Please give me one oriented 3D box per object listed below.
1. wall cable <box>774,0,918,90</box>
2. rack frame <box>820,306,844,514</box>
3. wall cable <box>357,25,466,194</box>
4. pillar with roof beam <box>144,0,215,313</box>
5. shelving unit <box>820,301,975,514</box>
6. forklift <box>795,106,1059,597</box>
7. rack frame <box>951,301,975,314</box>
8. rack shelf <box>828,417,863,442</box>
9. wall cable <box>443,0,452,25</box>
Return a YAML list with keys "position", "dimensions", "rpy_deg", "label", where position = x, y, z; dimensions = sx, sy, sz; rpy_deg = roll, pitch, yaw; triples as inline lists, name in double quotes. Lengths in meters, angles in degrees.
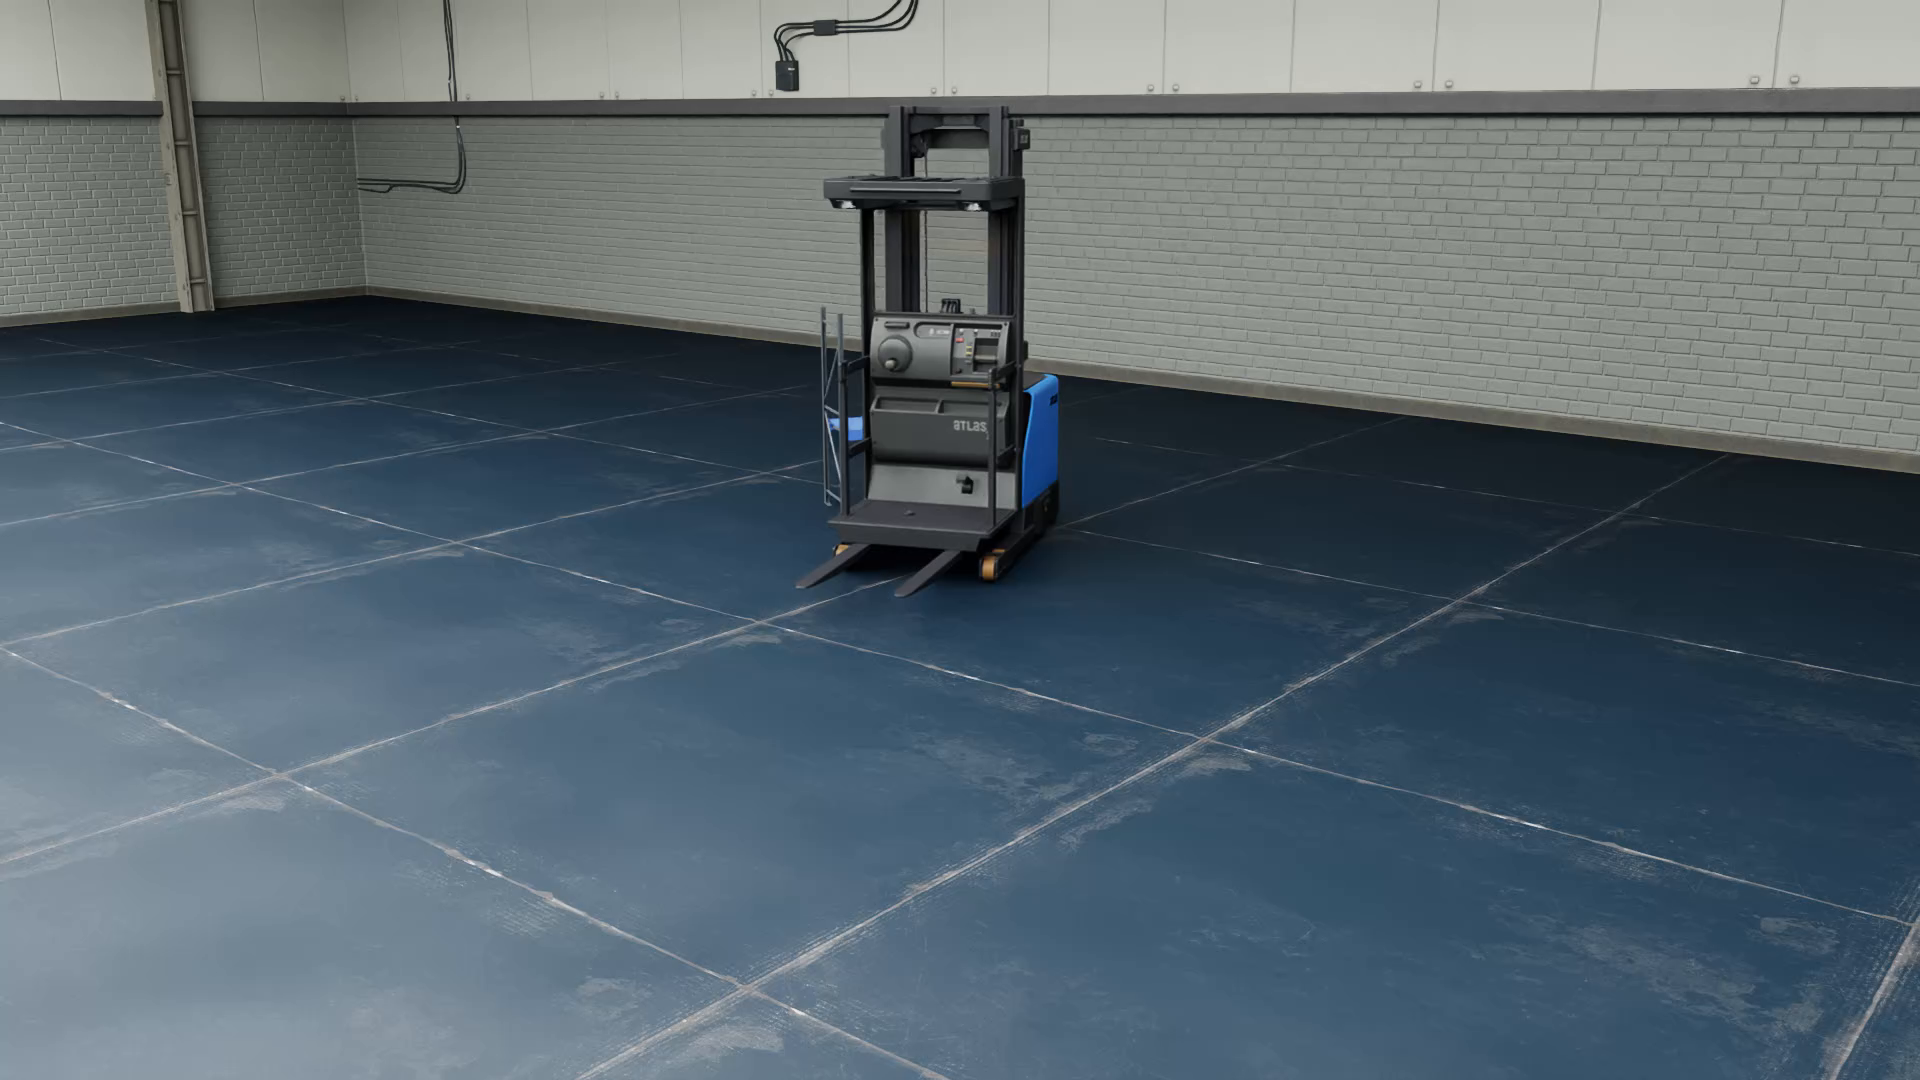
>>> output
- position: [-1.397, -8.400, 19.505]
  dimensions: [2.305, 6.003, 0.169]
  rpy_deg: [11, 18, 38]
  label: "wall cable"
- position: [-0.940, -0.953, 12.329]
  dimensions: [0.032, 1.500, 0.500]
  rpy_deg: [-5, 15, -20]
  label: "rack frame"
- position: [-8.771, -6.719, 26.101]
  dimensions: [3.097, 2.526, 0.112]
  rpy_deg: [11, 18, 38]
  label: "wall cable"
- position: [-8.303, -7.198, 21.680]
  dimensions: [9.100, 9.000, 0.400]
  rpy_deg: [11, 18, 38]
  label: "pillar with roof beam"
- position: [-0.463, -0.997, 12.499]
  dimensions: [1.048, 1.500, 0.538]
  rpy_deg: [-5, 15, -20]
  label: "shelving unit"
- position: [-0.194, -1.264, 10.646]
  dimensions: [1.130, 2.935, 3.031]
  rpy_deg: [4, 15, 16]
  label: "forklift"
- position: [0.014, -1.040, 12.669]
  dimensions: [0.032, 1.500, 0.500]
  rpy_deg: [-5, 15, -20]
  label: "rack frame"
- position: [-0.463, -0.822, 12.543]
  dimensions: [1.000, 0.185, 0.538]
  rpy_deg: [-5, 15, -20]
  label: "rack shelf"
- position: [-6.667, -8.748, 23.831]
  dimensions: [3.097, 2.526, 0.112]
  rpy_deg: [11, 18, 38]
  label: "wall cable"
